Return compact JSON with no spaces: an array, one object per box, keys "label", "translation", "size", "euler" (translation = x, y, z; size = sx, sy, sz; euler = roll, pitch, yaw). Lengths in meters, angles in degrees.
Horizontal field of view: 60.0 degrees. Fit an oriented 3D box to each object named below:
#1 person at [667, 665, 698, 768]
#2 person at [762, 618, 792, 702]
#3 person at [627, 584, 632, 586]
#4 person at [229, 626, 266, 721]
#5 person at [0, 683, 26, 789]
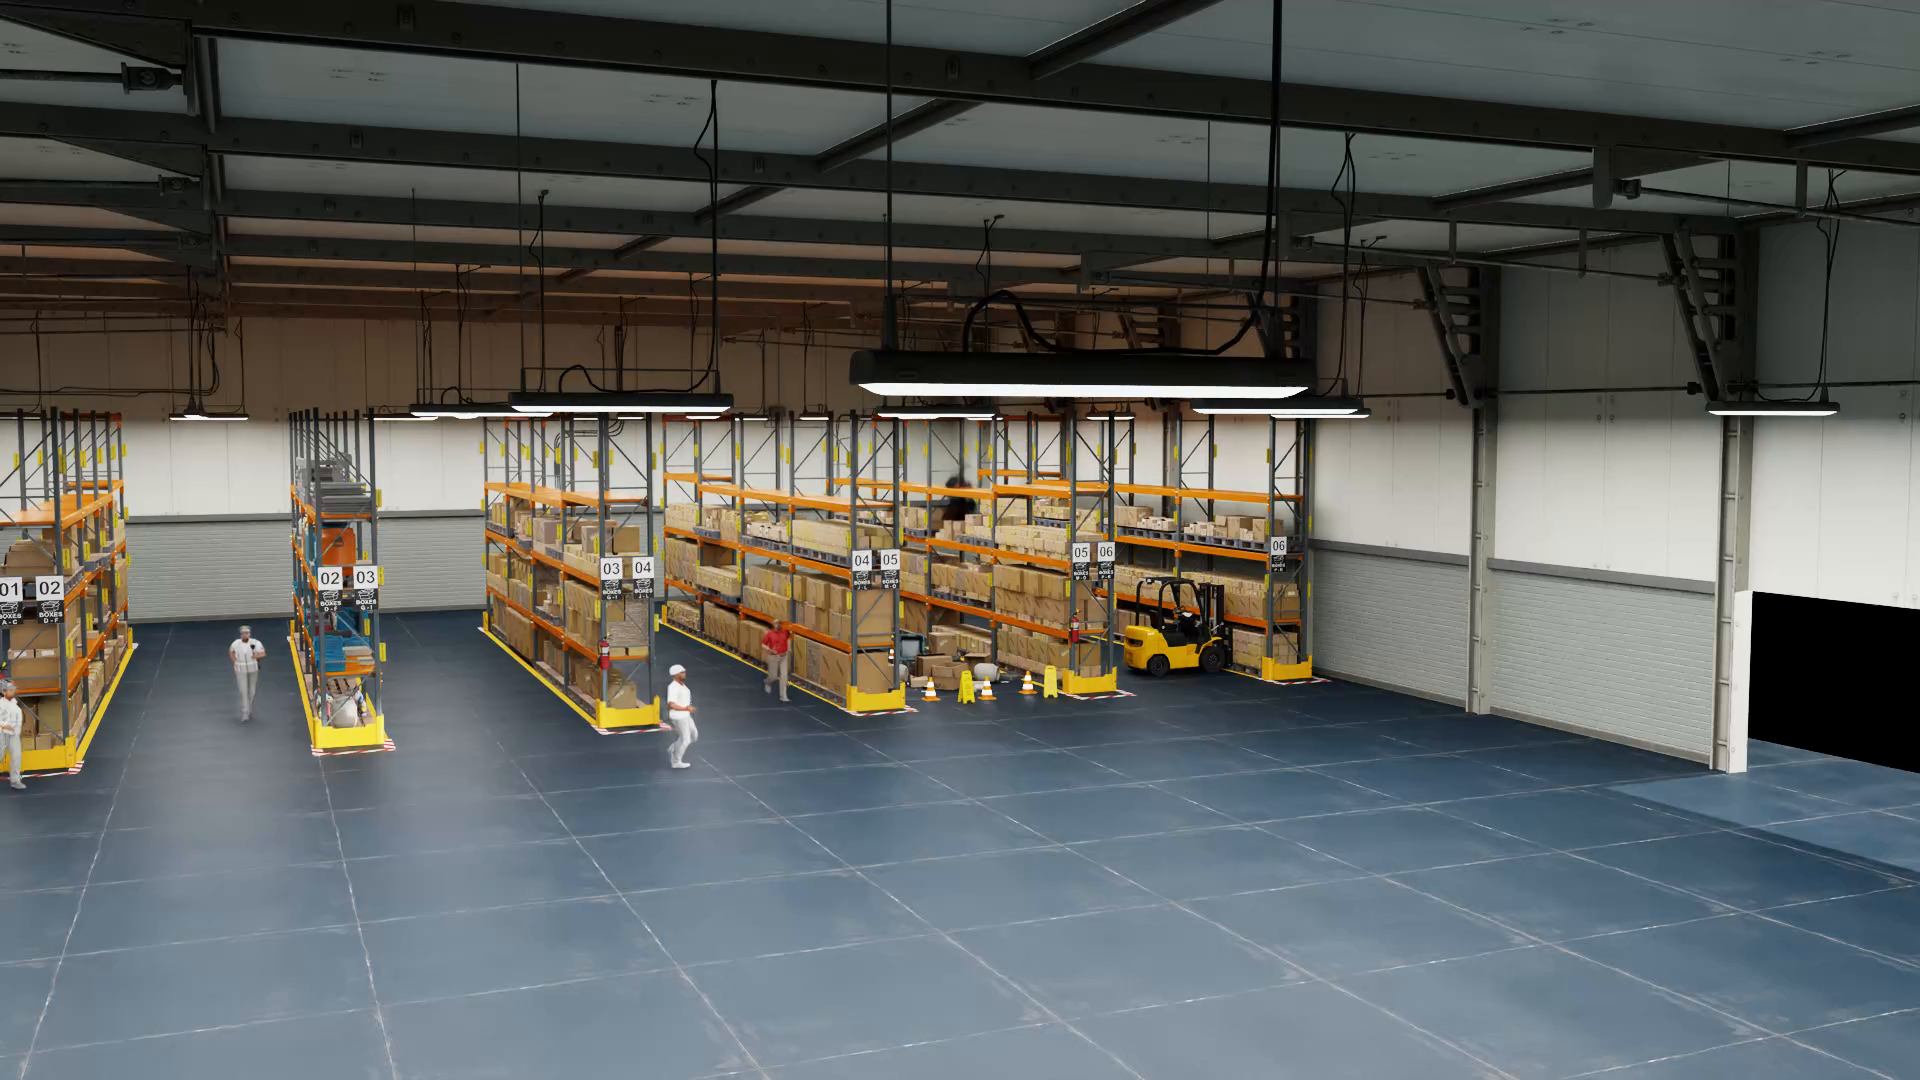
[{"label":"person","translation":[-4.606,2.923,27.602],"size":[0.589,1.720,0.692],"euler":[0,4,5]},{"label":"person","translation":[-3.759,2.461,34.399],"size":[0.678,1.693,0.992],"euler":[-2,4,-26]},{"label":"person","translation":[-9.490,1.591,46.755],"size":[0.752,1.711,0.876],"euler":[1,4,9]},{"label":"person","translation":[-13.882,2.569,32.439],"size":[0.636,1.831,0.865],"euler":[-2,5,-27]},{"label":"person","translation":[-15.020,3.070,26.195],"size":[0.901,1.630,0.685],"euler":[1,4,13]}]
